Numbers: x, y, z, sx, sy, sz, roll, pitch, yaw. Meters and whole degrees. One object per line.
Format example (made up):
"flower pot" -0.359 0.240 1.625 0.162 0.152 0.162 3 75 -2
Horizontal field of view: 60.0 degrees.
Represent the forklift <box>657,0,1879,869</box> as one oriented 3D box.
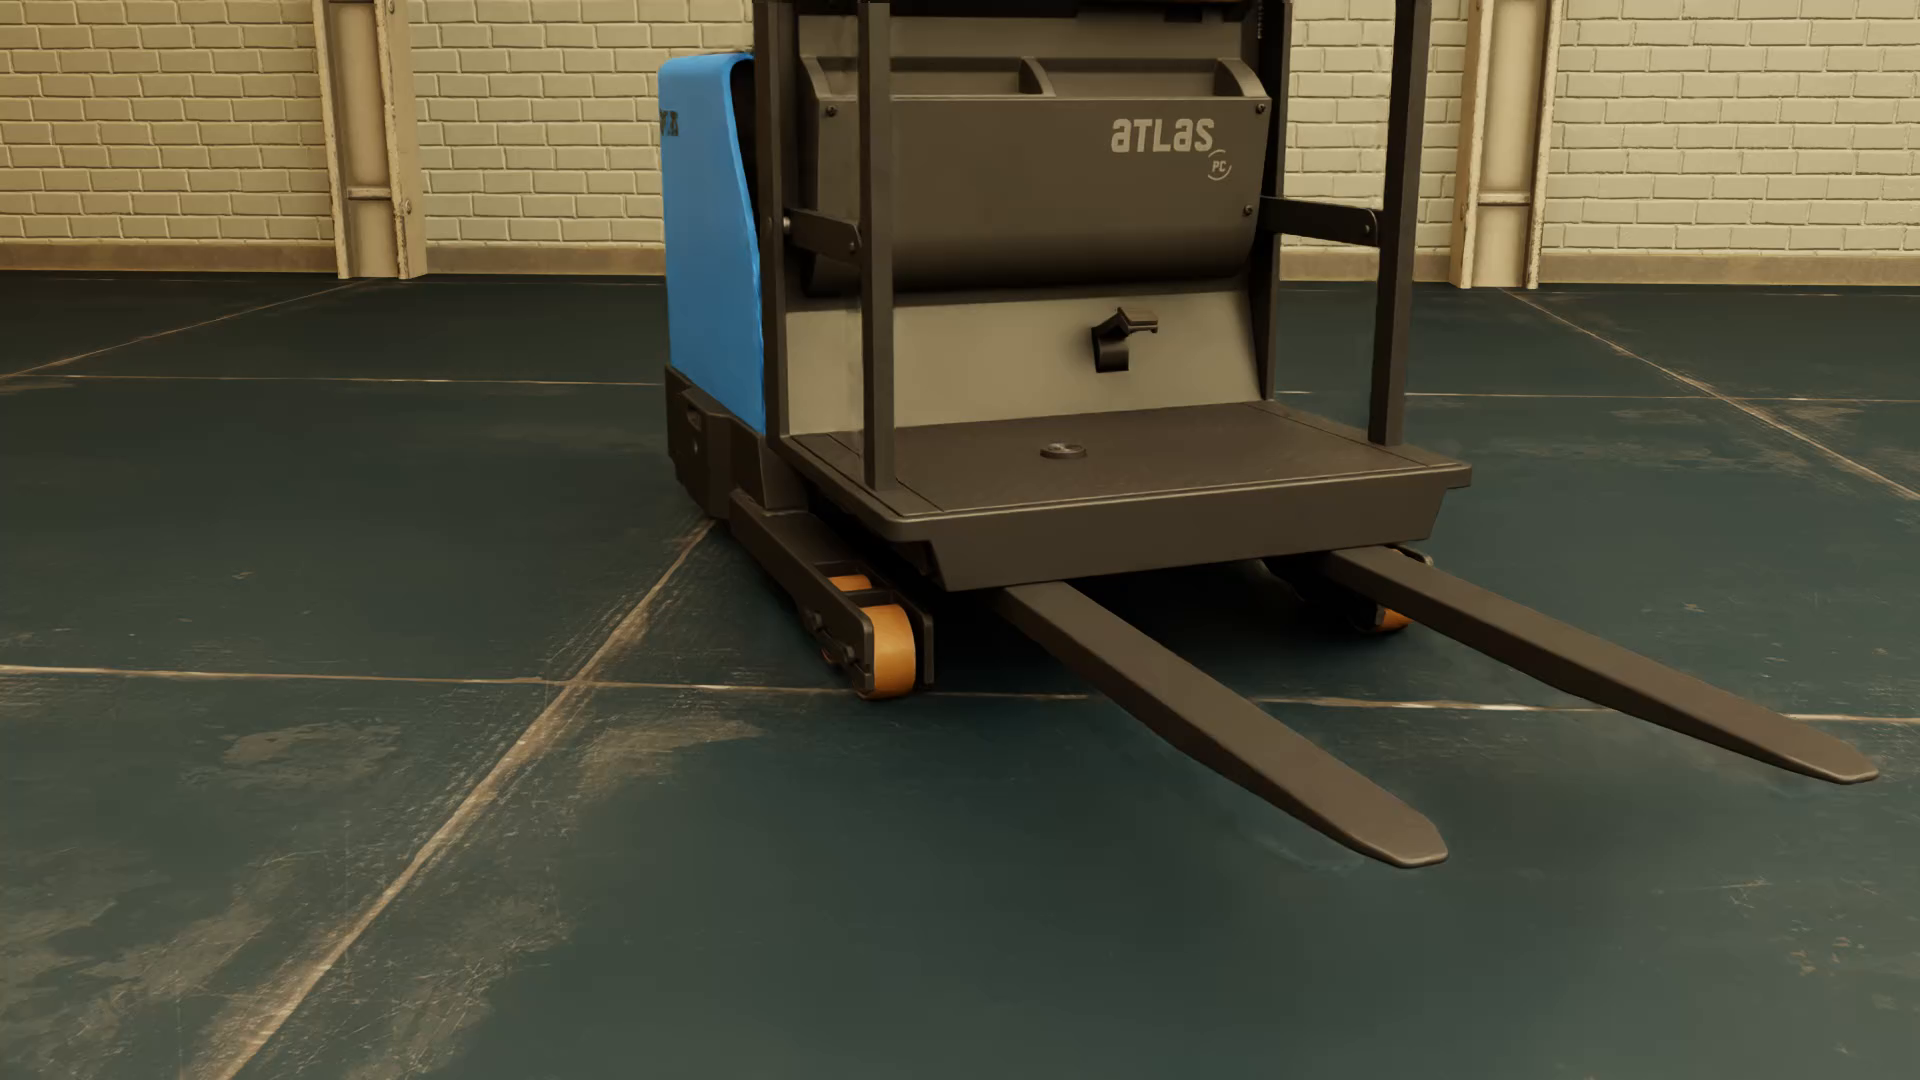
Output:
"forklift" 0.233 -1.265 2.878 1.130 2.935 3.031 -6 16 -20
